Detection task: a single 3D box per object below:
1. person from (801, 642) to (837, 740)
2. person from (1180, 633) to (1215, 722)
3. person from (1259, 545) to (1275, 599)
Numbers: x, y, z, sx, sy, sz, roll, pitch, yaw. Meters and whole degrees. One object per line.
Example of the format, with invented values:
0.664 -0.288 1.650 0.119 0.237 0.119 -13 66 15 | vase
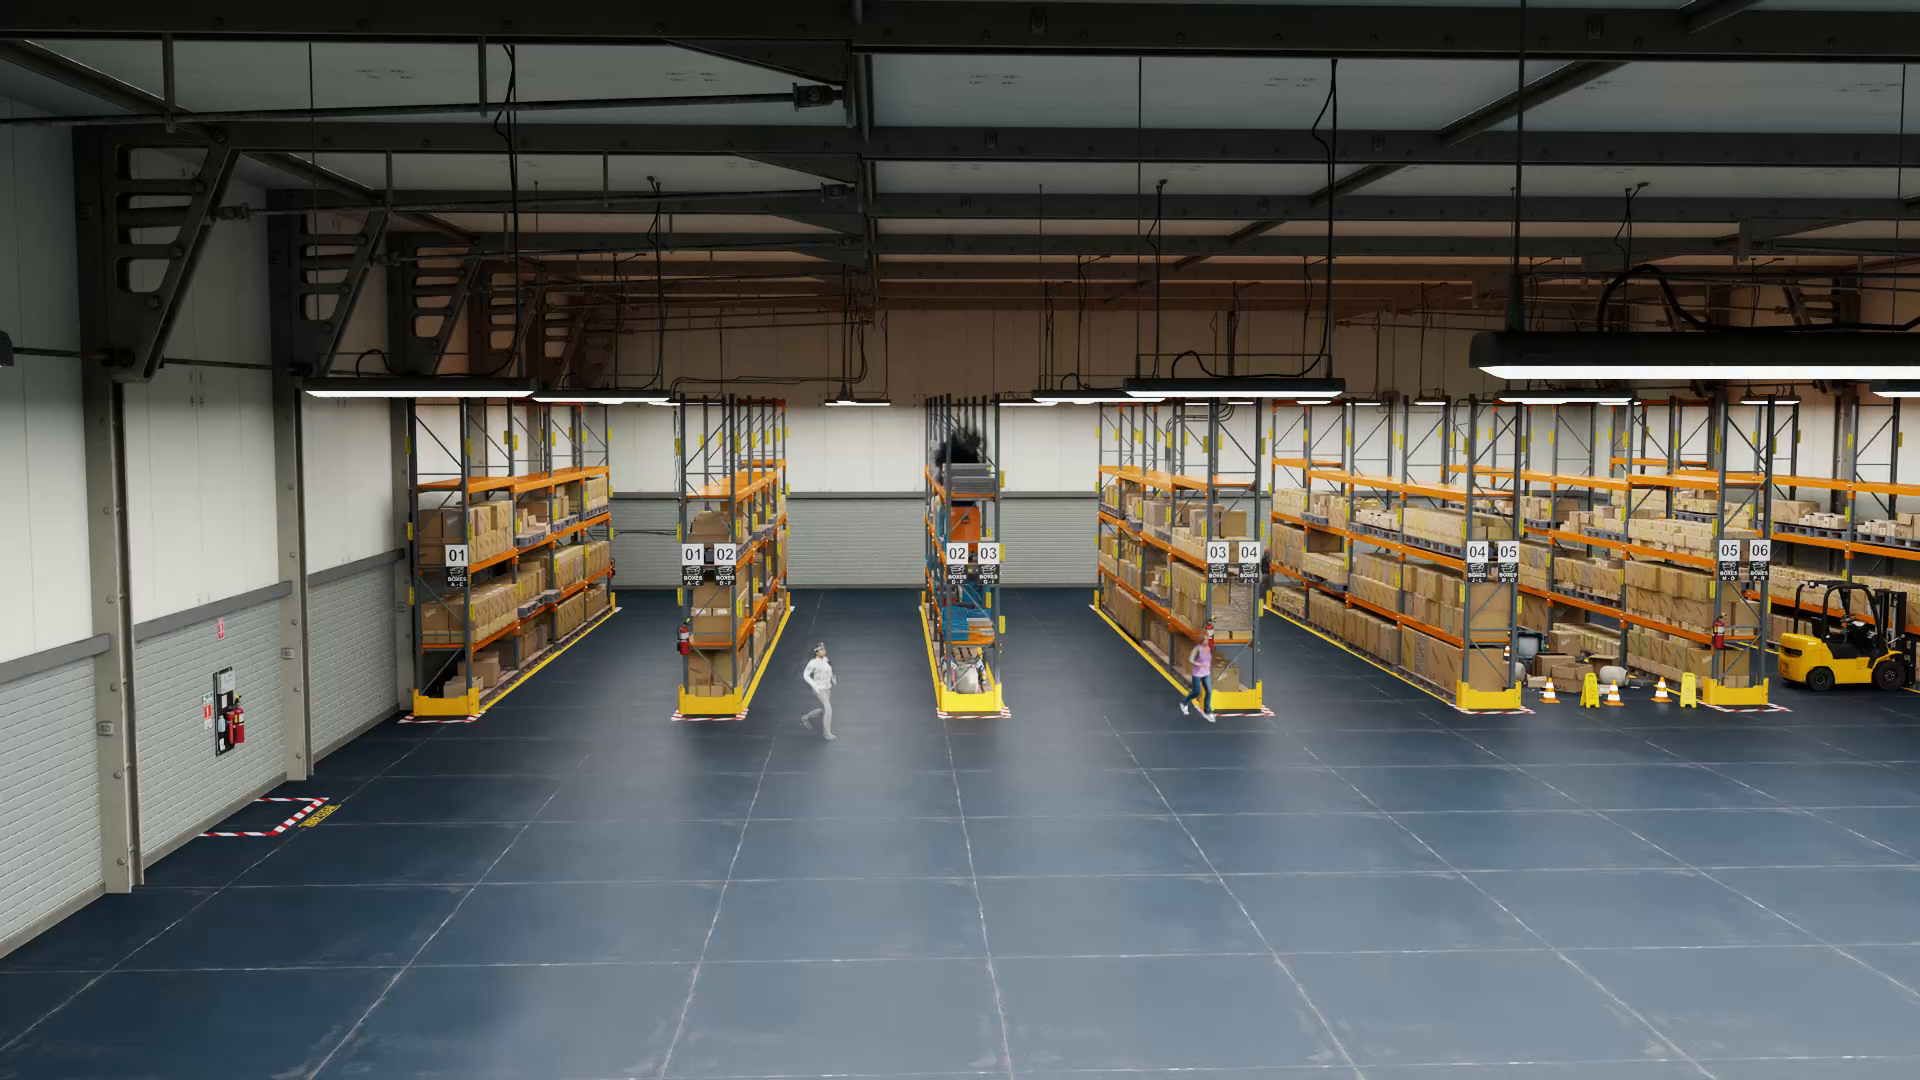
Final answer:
-2.448 2.608 28.967 0.732 1.695 0.612 3 5 32 | person
4.431 2.503 30.661 0.574 1.590 0.881 -3 5 -33 | person
8.978 1.004 48.831 0.937 1.724 0.703 -1 5 -13 | person
